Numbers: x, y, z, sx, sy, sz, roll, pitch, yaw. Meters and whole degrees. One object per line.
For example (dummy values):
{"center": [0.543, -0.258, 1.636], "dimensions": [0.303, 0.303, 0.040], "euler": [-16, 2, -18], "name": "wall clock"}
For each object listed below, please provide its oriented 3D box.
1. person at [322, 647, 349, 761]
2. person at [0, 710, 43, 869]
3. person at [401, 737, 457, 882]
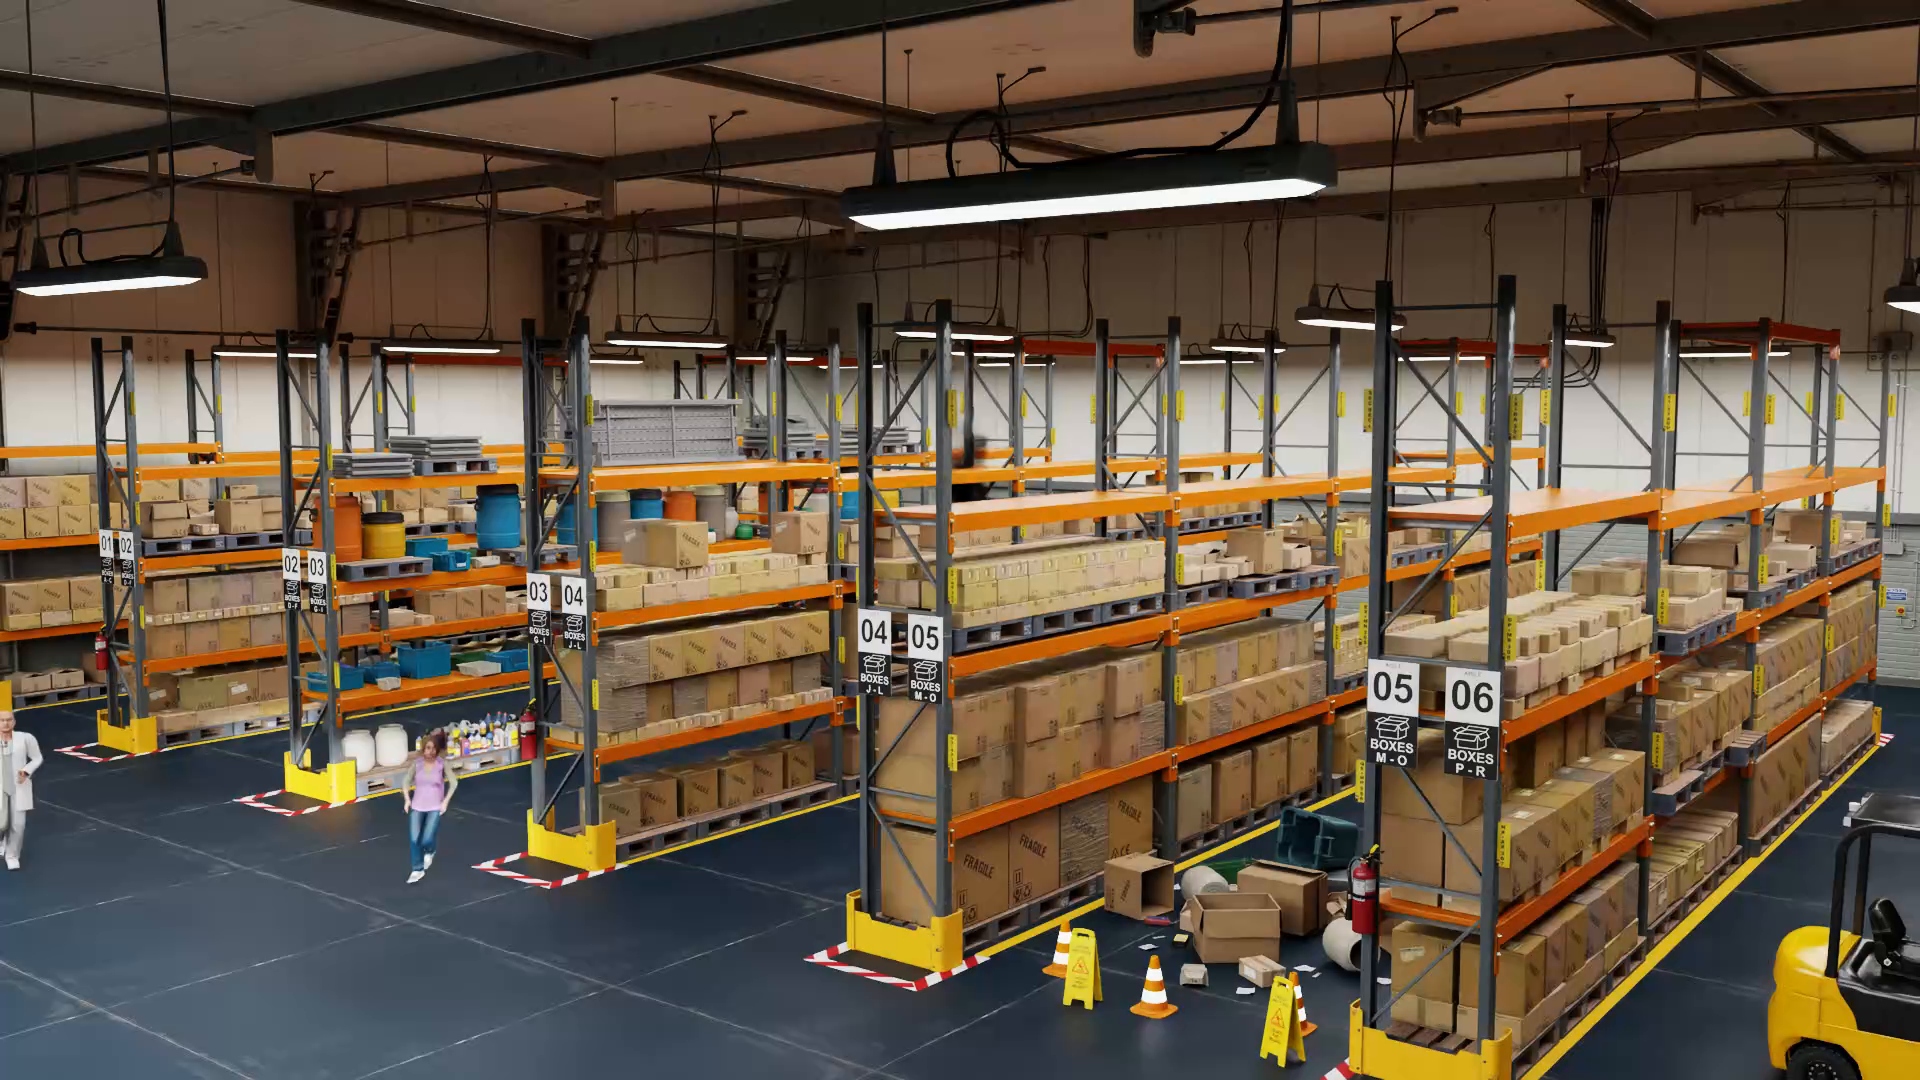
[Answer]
{"center": [-8.830, 2.314, 23.624], "dimensions": [0.571, 1.626, 0.595], "euler": [3, 6, 28], "name": "person"}
{"center": [-10.391, 2.725, 18.149], "dimensions": [0.707, 1.733, 0.633], "euler": [-3, 6, -32], "name": "person"}
{"center": [-5.656, 2.865, 17.690], "dimensions": [0.567, 1.554, 0.487], "euler": [0, 5, -3], "name": "person"}
